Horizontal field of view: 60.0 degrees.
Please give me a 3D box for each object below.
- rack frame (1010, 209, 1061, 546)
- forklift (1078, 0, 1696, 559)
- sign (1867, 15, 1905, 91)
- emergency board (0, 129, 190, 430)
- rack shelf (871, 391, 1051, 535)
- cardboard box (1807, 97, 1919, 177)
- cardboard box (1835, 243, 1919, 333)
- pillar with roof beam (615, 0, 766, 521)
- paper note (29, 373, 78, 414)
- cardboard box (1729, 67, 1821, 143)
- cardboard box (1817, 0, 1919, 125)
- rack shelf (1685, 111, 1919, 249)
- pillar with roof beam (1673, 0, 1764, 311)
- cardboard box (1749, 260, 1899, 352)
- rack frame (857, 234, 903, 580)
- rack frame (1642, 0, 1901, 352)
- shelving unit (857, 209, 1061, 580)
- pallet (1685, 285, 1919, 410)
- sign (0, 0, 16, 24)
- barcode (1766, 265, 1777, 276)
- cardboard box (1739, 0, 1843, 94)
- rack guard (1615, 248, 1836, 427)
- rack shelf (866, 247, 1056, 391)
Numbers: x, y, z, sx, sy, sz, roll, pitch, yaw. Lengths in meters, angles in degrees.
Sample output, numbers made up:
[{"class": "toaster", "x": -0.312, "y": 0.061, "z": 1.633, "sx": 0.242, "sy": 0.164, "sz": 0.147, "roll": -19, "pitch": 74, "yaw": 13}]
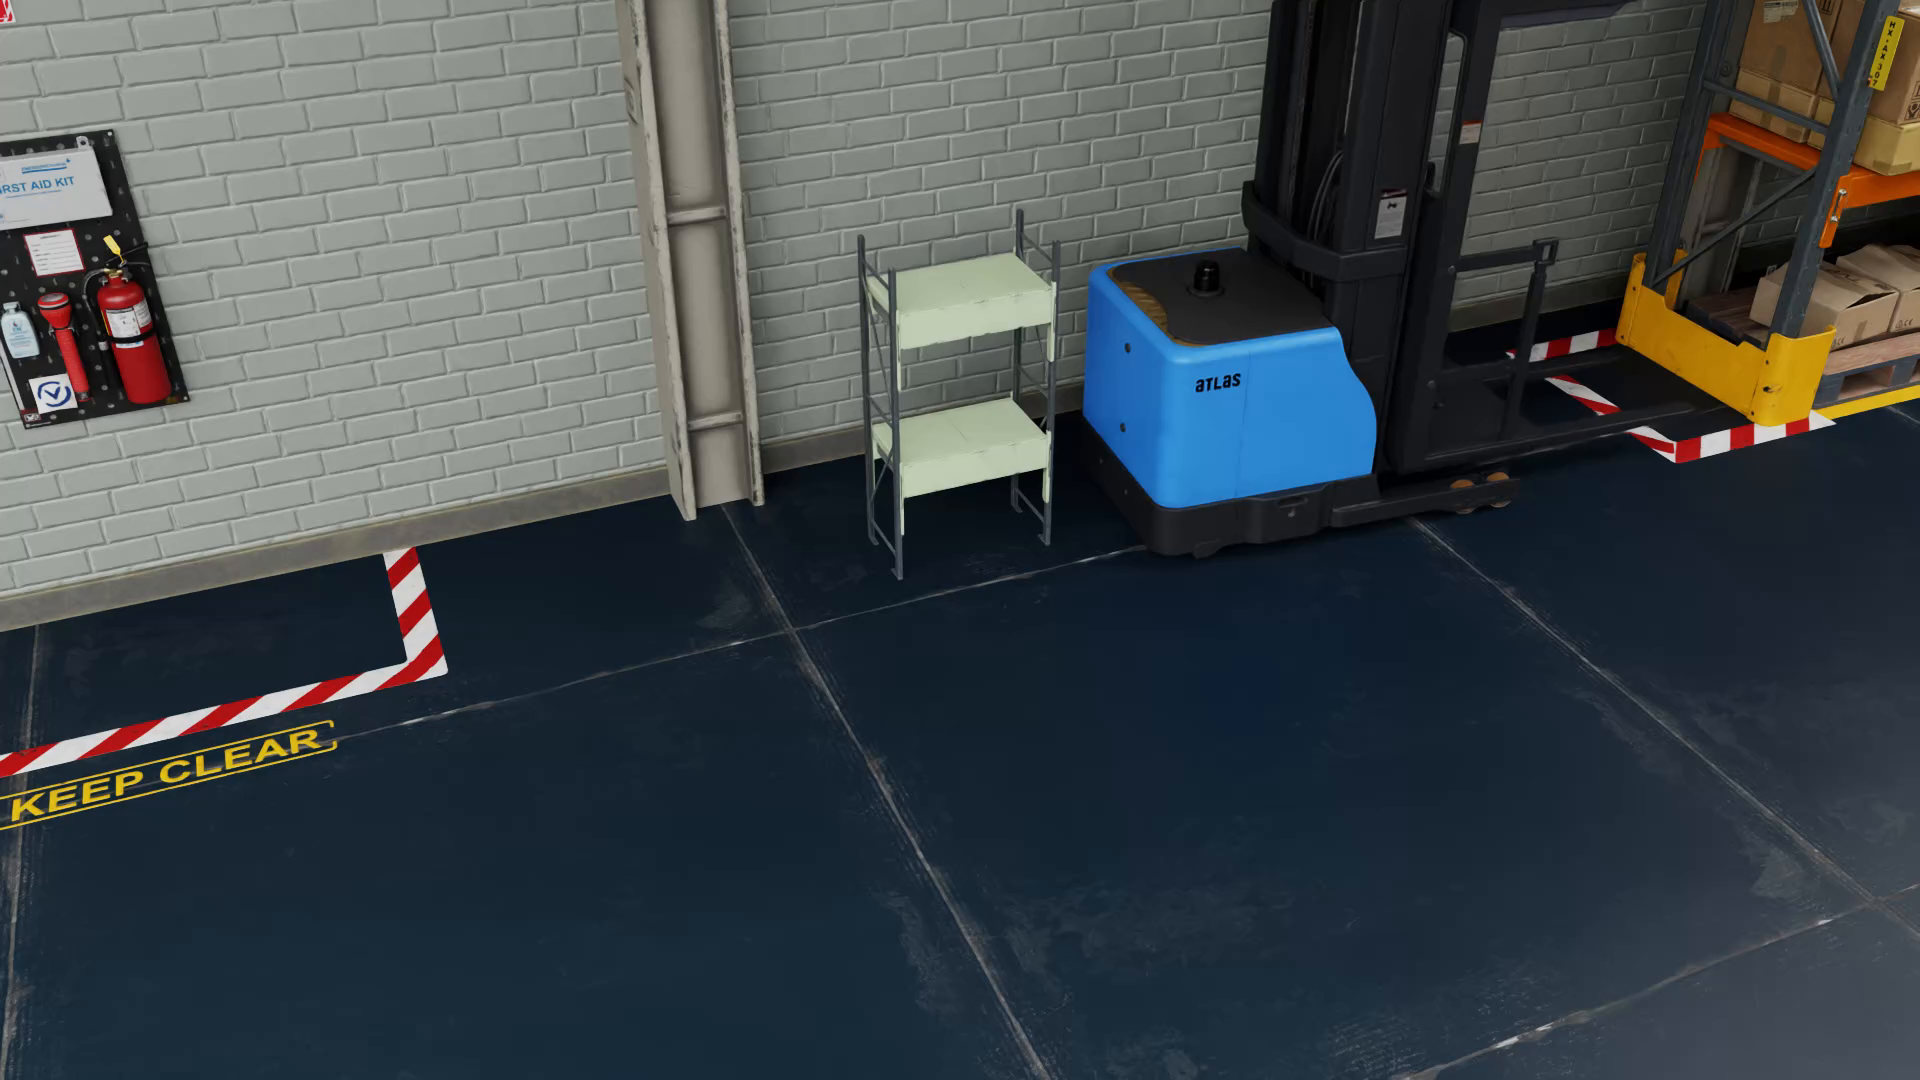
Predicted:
[{"class": "rack frame", "x": 0.331, "y": -0.704, "z": 7.458, "sx": 0.023, "sy": 1.500, "sz": 0.400, "roll": -13, "pitch": 35, "yaw": -19}, {"class": "forklift", "x": 2.160, "y": -1.614, "z": 7.543, "sx": 3.031, "sy": 2.935, "sz": 1.130, "roll": -10, "pitch": 34, "yaw": -15}, {"class": "sign", "x": 4.253, "y": -2.240, "z": 7.648, "sx": 0.005, "sy": 0.325, "sz": 0.100, "roll": -13, "pitch": 35, "yaw": -19}, {"class": "emergency board", "x": -3.472, "y": -0.963, "z": 6.480, "sx": 0.643, "sy": 1.169, "sz": 0.194, "roll": -13, "pitch": 35, "yaw": -19}, {"class": "rack shelf", "x": -0.006, "y": -0.354, "z": 7.517, "sx": 0.720, "sy": 0.370, "sz": 0.431, "roll": -13, "pitch": 35, "yaw": -19}, {"class": "cardboard box", "x": 4.616, "y": -2.039, "z": 8.252, "sx": 0.500, "sy": 0.250, "sz": 0.500, "roll": -14, "pitch": 36, "yaw": -20}, {"class": "cardboard box", "x": 5.242, "y": -1.429, "z": 9.257, "sx": 0.500, "sy": 0.311, "sz": 0.500, "roll": -10, "pitch": 34, "yaw": -15}, {"class": "pillar with roof beam", "x": 0.488, "y": -1.816, "z": 2.289, "sx": 0.400, "sy": 9.000, "sz": 9.100, "roll": -13, "pitch": 35, "yaw": -19}, {"class": "paper note", "x": -3.662, "y": -0.591, "z": 6.716, "sx": 0.142, "sy": 0.148, "sz": 0.016, "roll": -13, "pitch": 35, "yaw": -19}, {"class": "cardboard box", "x": 4.399, "y": -2.292, "z": 8.641, "sx": 0.500, "sy": 0.250, "sz": 0.500, "roll": -12, "pitch": 35, "yaw": -18}, {"class": "cardboard box", "x": 4.600, "y": -2.359, "z": 8.057, "sx": 0.500, "sy": 0.500, "sz": 0.500, "roll": -13, "pitch": 35, "yaw": -19}, {"class": "rack shelf", "x": 5.887, "y": -2.271, "z": 9.149, "sx": 4.000, "sy": 0.370, "sz": 1.077, "roll": -13, "pitch": 35, "yaw": -19}, {"class": "pillar with roof beam", "x": 6.020, "y": -3.082, "z": 4.236, "sx": 0.400, "sy": 9.000, "sz": 9.100, "roll": -13, "pitch": 35, "yaw": -19}, {"class": "cardboard box", "x": 4.716, "y": -1.308, "z": 9.072, "sx": 0.500, "sy": 0.311, "sz": 0.500, "roll": -17, "pitch": 37, "yaw": -24}, {"class": "rack frame", "x": -0.344, "y": -0.550, "z": 7.220, "sx": 0.023, "sy": 1.500, "sz": 0.400, "roll": -13, "pitch": 35, "yaw": -19}, {"class": "rack frame", "x": 4.043, "y": -2.150, "z": 8.304, "sx": 0.127, "sy": 3.000, "sz": 1.000, "roll": -13, "pitch": 35, "yaw": -19}, {"class": "shelving unit", "x": -0.006, "y": -0.627, "z": 7.339, "sx": 0.755, "sy": 1.500, "sz": 0.431, "roll": -13, "pitch": 35, "yaw": -19}, {"class": "pallet", "x": 4.876, "y": -1.151, "z": 9.325, "sx": 1.213, "sy": 0.211, "sz": 1.003, "roll": -13, "pitch": 35, "yaw": -19}, {"class": "sign", "x": -3.518, "y": -1.983, "z": 5.922, "sx": 0.199, "sy": 0.298, "sz": 0.001, "roll": -13, "pitch": 35, "yaw": -19}, {"class": "barcode", "x": 4.578, "y": -1.517, "z": 9.385, "sx": 0.075, "sy": 0.075, "sz": 0.001, "roll": -13, "pitch": 35, "yaw": -19}, {"class": "cardboard box", "x": 4.396, "y": -2.616, "z": 8.452, "sx": 0.500, "sy": 0.500, "sz": 0.500, "roll": -13, "pitch": 35, "yaw": -19}, {"class": "rack guard", "x": 4.113, "y": -1.118, "z": 9.010, "sx": 0.348, "sy": 0.500, "sz": 1.175, "roll": -13, "pitch": 35, "yaw": -19}, {"class": "rack shelf", "x": -0.006, "y": -0.954, "z": 7.126, "sx": 0.720, "sy": 0.370, "sz": 0.431, "roll": -13, "pitch": 35, "yaw": -19}]
